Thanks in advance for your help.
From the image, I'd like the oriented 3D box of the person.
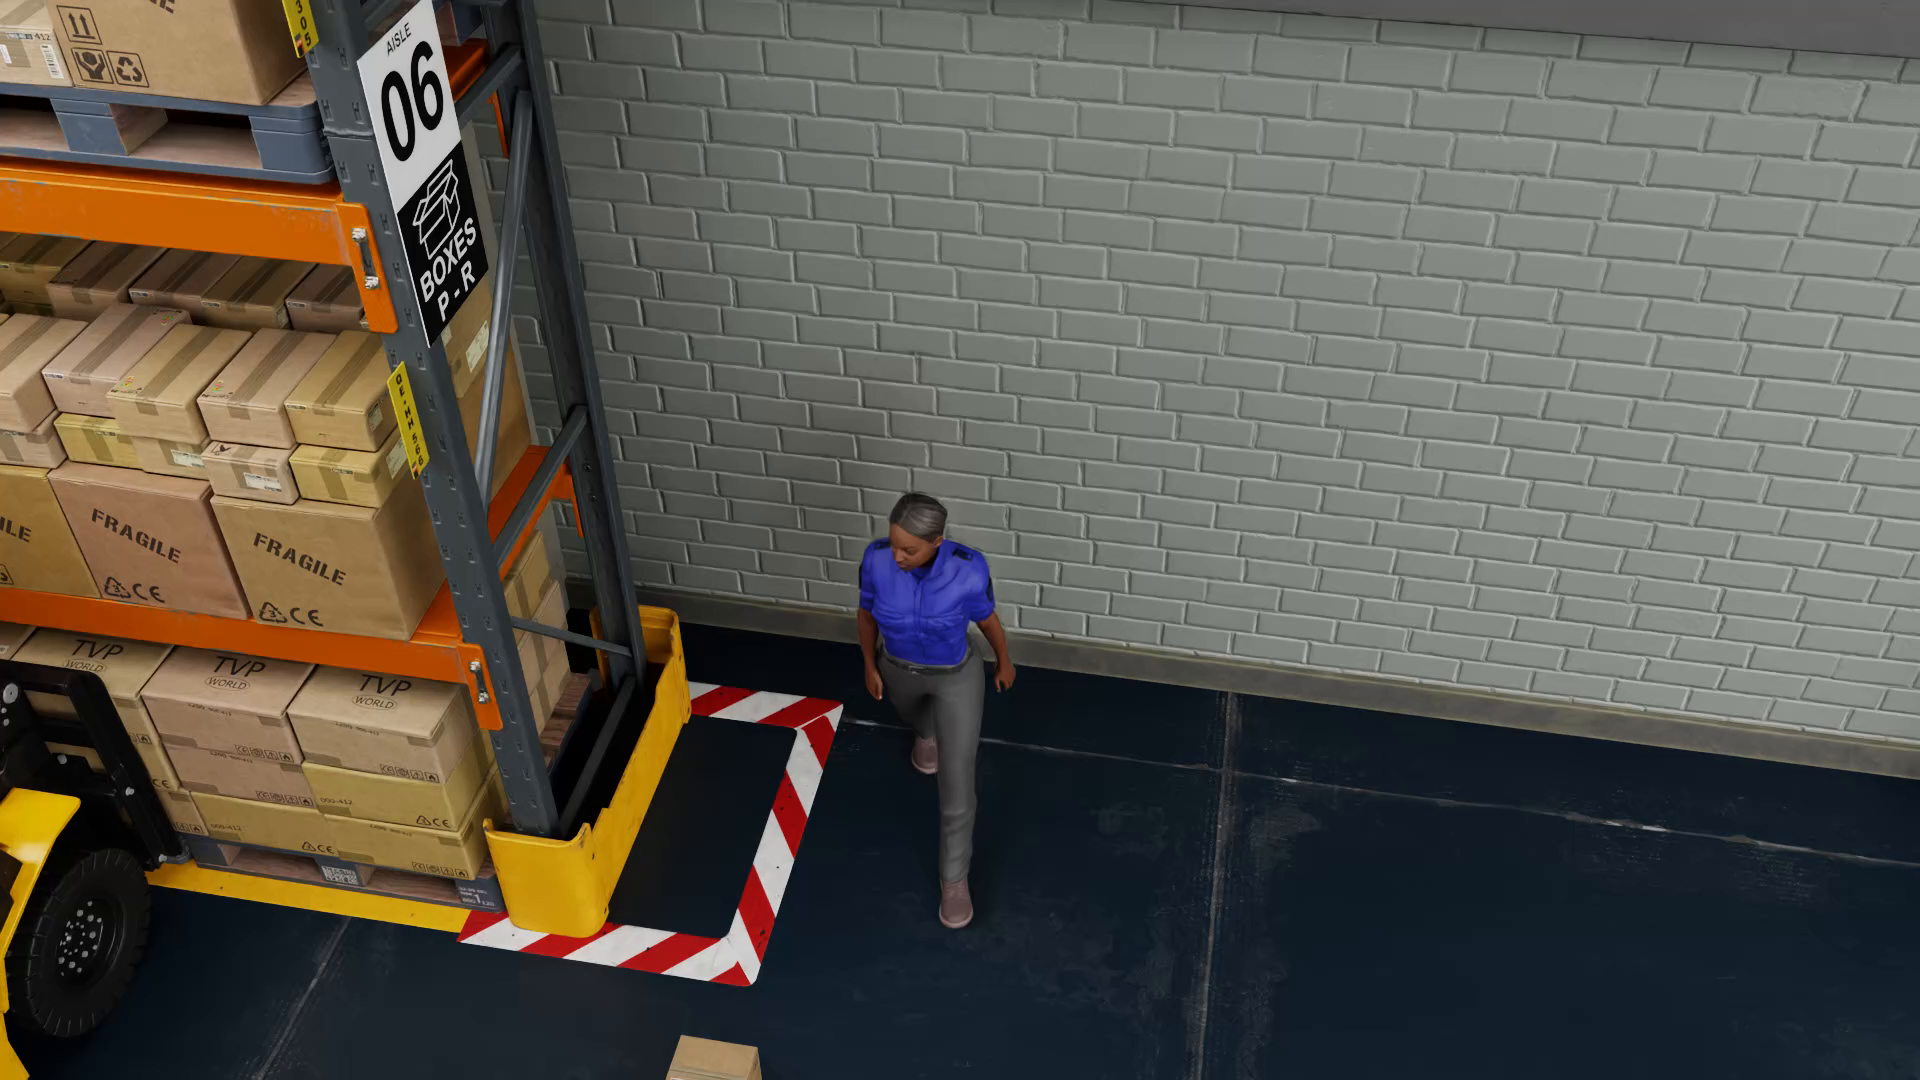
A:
[{"bbox_3d":[-0.092,0.449,5.649,0.520,1.605,0.969,9,42,10],"label":"person"}]
